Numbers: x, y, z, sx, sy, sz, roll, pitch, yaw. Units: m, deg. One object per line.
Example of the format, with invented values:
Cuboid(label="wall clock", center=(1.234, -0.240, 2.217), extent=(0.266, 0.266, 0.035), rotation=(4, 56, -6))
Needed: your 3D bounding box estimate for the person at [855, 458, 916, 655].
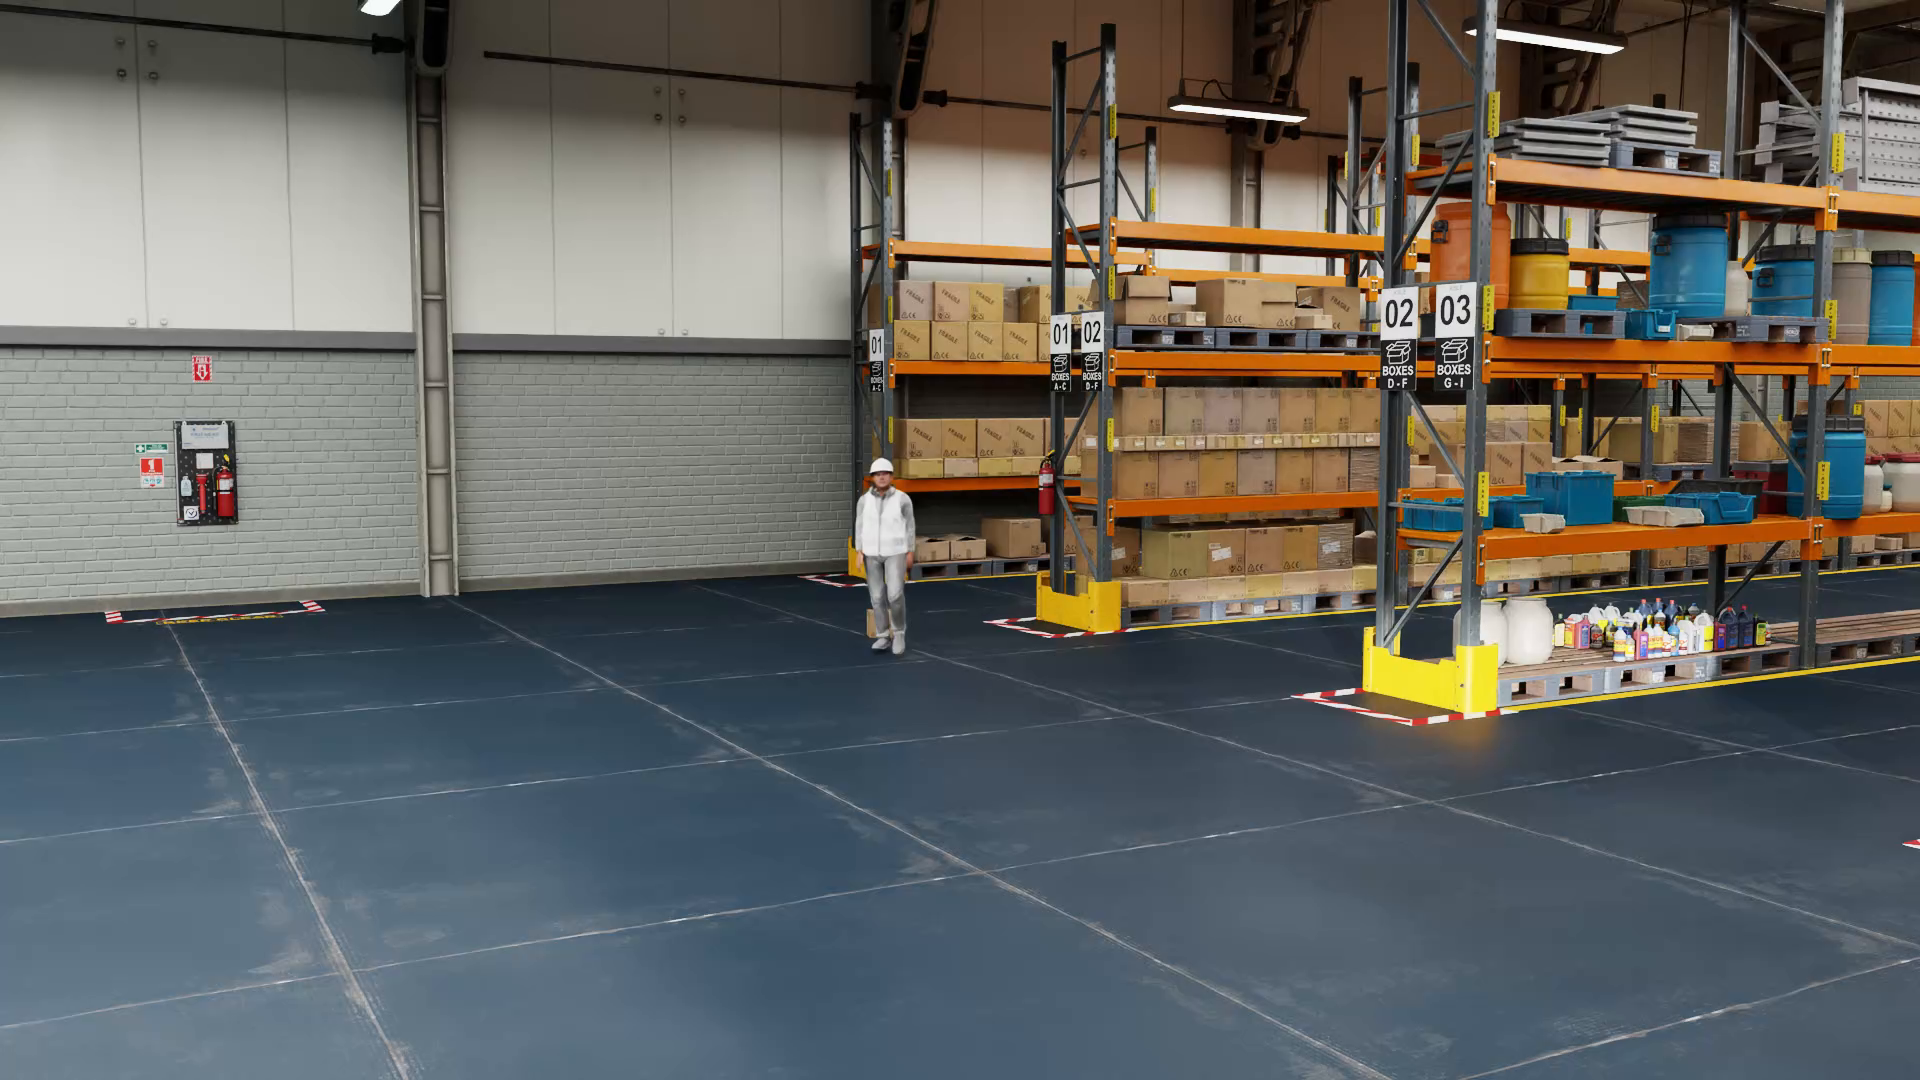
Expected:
Cuboid(label="person", center=(-0.698, 0.155, 15.243), extent=(0.547, 1.809, 0.487), rotation=(1, 5, 13))
